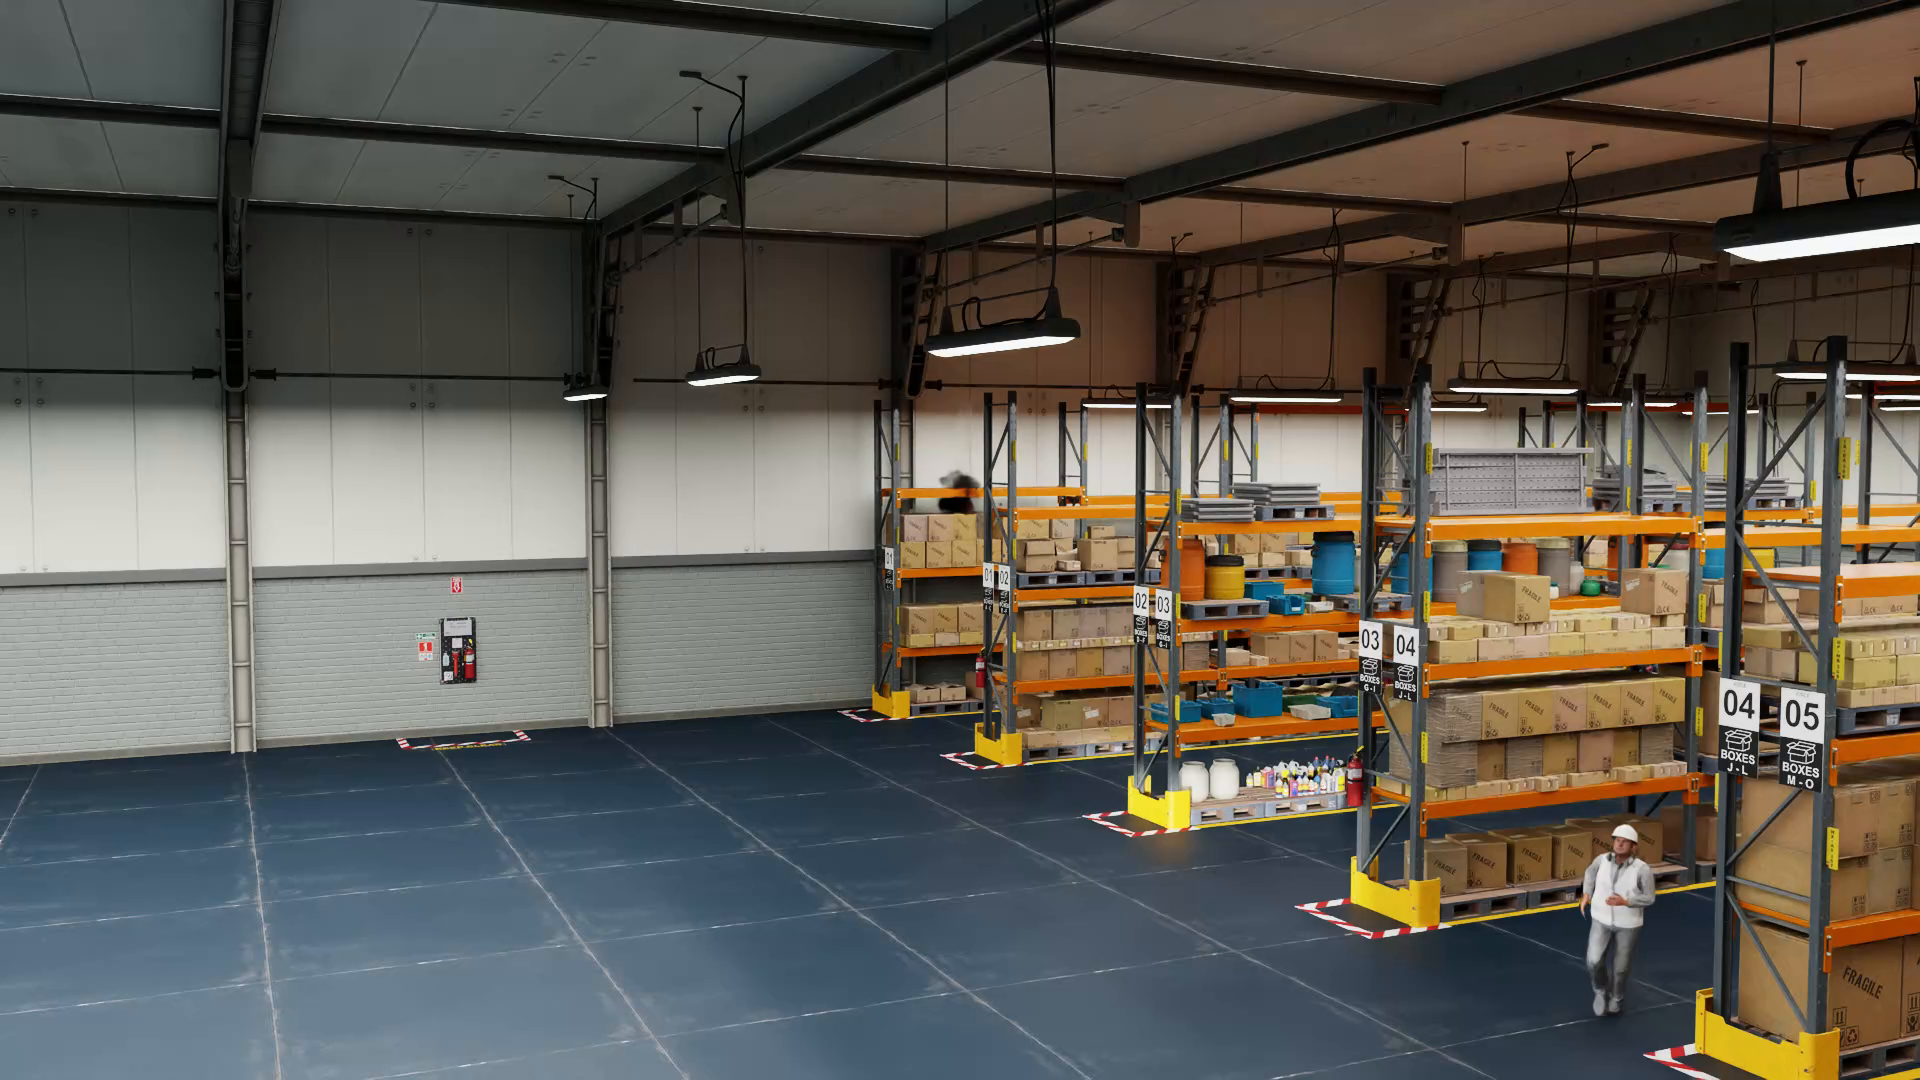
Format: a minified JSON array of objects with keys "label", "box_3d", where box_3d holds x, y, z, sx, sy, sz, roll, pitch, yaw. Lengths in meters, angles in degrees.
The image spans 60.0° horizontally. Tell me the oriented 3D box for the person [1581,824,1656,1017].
[{"label":"person","box_3d":[5.890,3.423,14.911,0.643,1.748,0.630,2,4,30]}]
